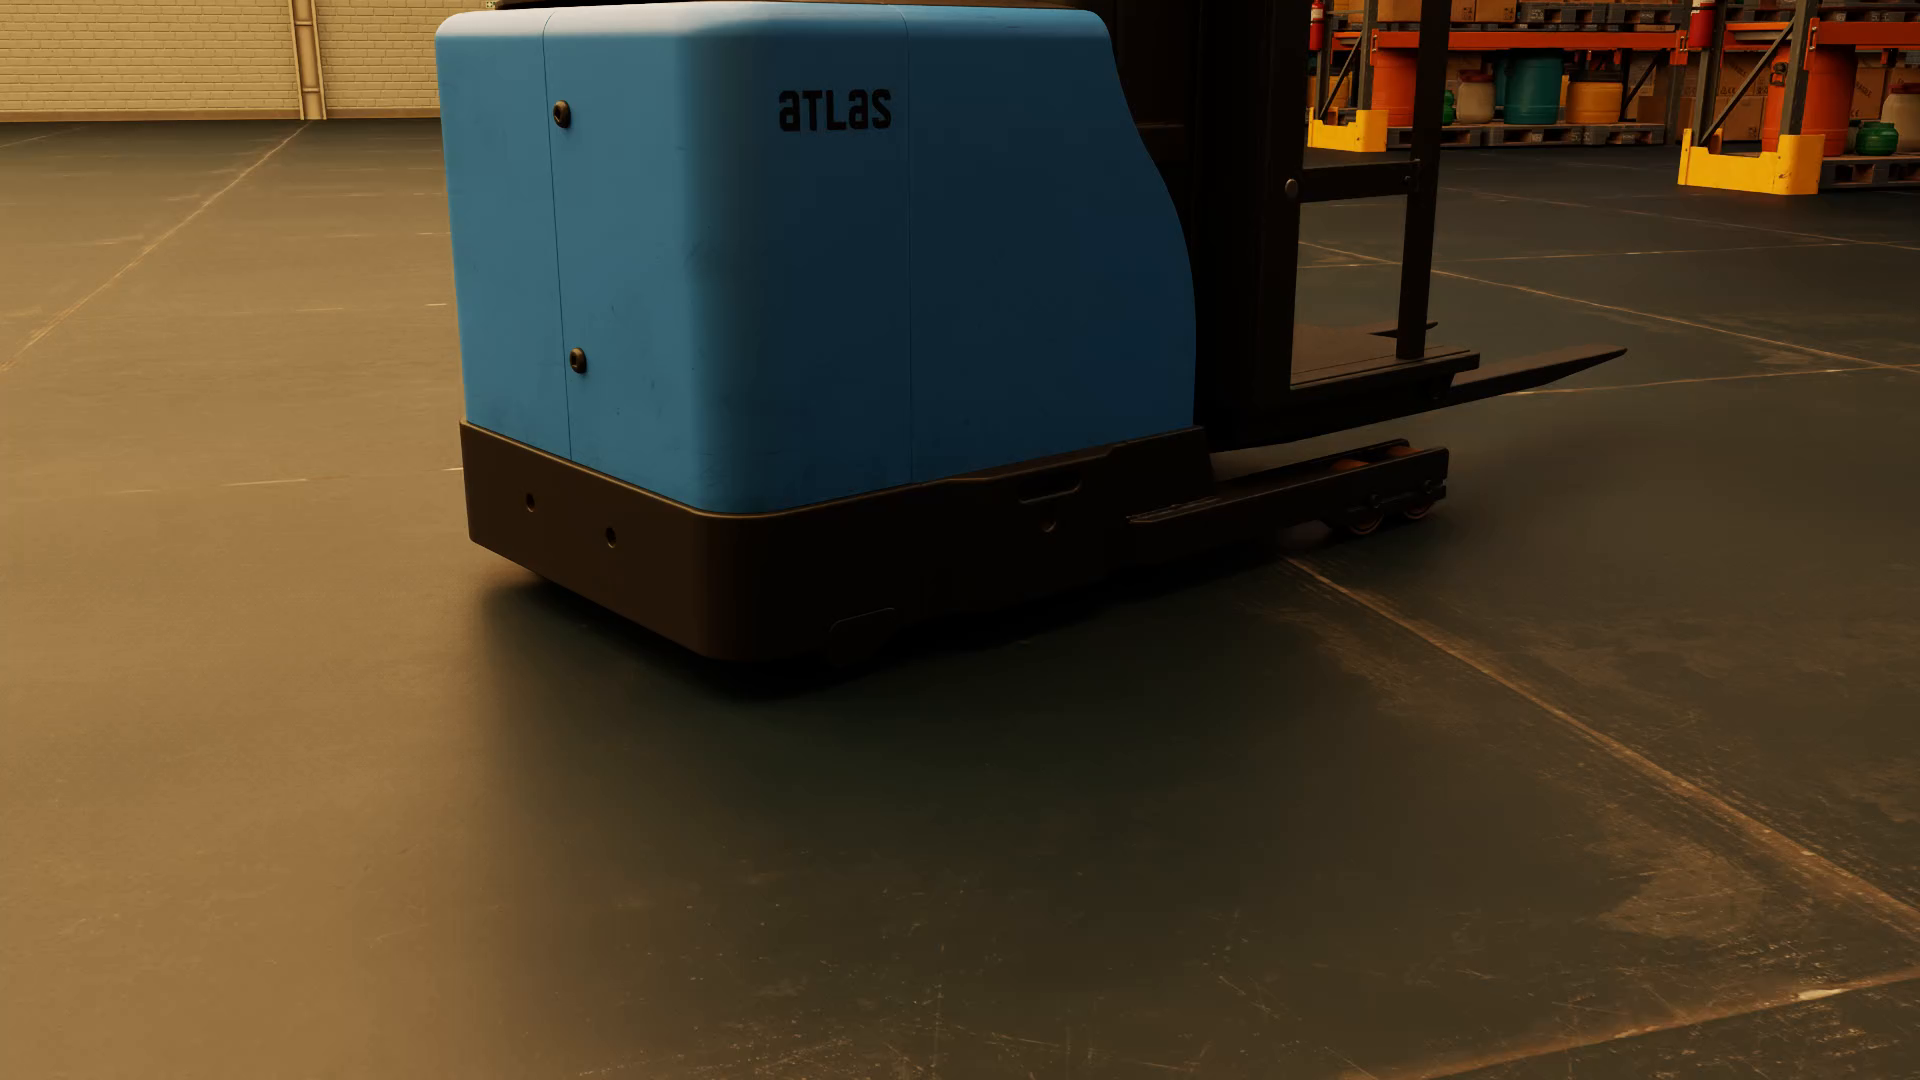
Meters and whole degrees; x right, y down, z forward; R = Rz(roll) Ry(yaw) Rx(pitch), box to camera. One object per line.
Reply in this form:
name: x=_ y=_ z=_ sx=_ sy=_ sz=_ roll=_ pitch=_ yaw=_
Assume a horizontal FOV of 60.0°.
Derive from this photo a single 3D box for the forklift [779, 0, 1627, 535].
forklift: x=0.468 y=-1.516 z=3.529 sx=3.031 sy=2.935 sz=1.121 roll=-13 pitch=21 yaw=-38
